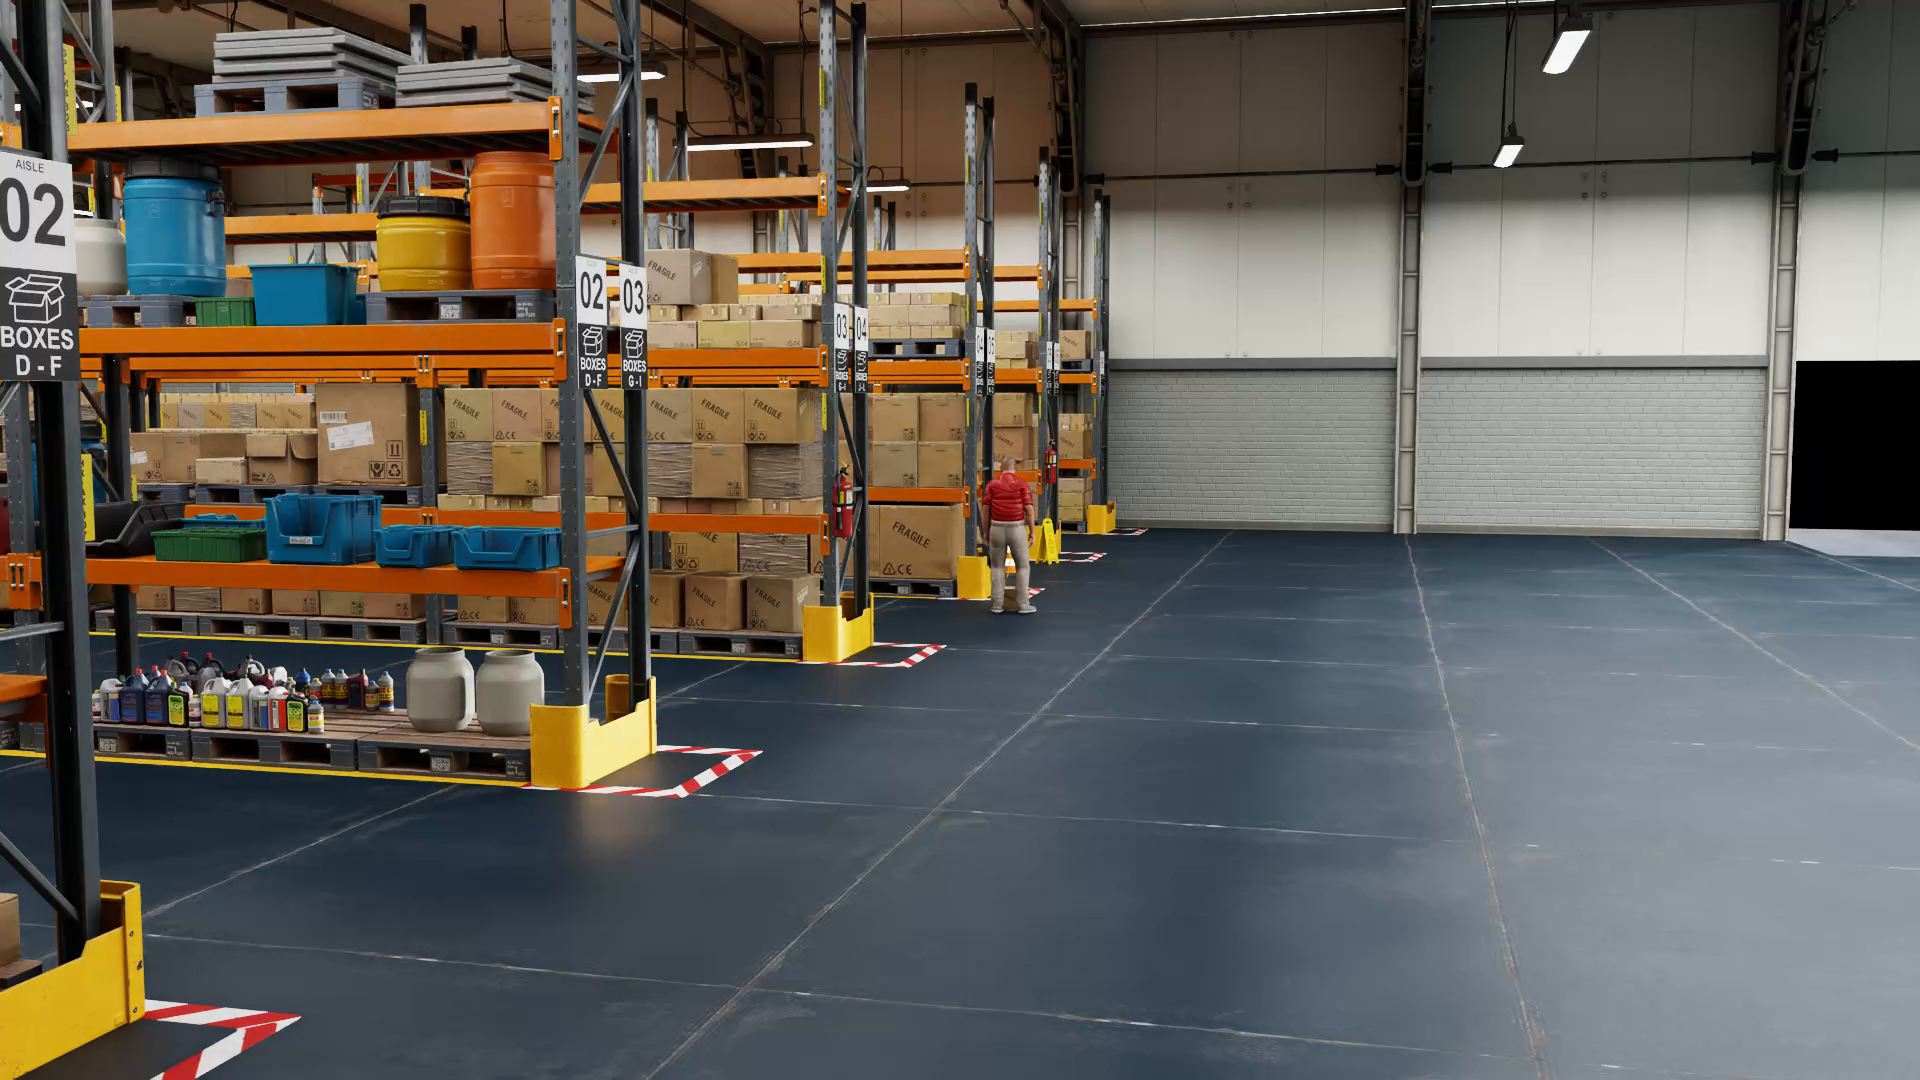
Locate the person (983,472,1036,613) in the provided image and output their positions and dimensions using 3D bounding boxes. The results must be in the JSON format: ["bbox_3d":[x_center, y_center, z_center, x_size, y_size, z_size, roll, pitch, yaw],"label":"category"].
[{"bbox_3d":[0.541,0.029,18.303,0.568,1.552,0.393,1,5,14],"label":"person"}]
